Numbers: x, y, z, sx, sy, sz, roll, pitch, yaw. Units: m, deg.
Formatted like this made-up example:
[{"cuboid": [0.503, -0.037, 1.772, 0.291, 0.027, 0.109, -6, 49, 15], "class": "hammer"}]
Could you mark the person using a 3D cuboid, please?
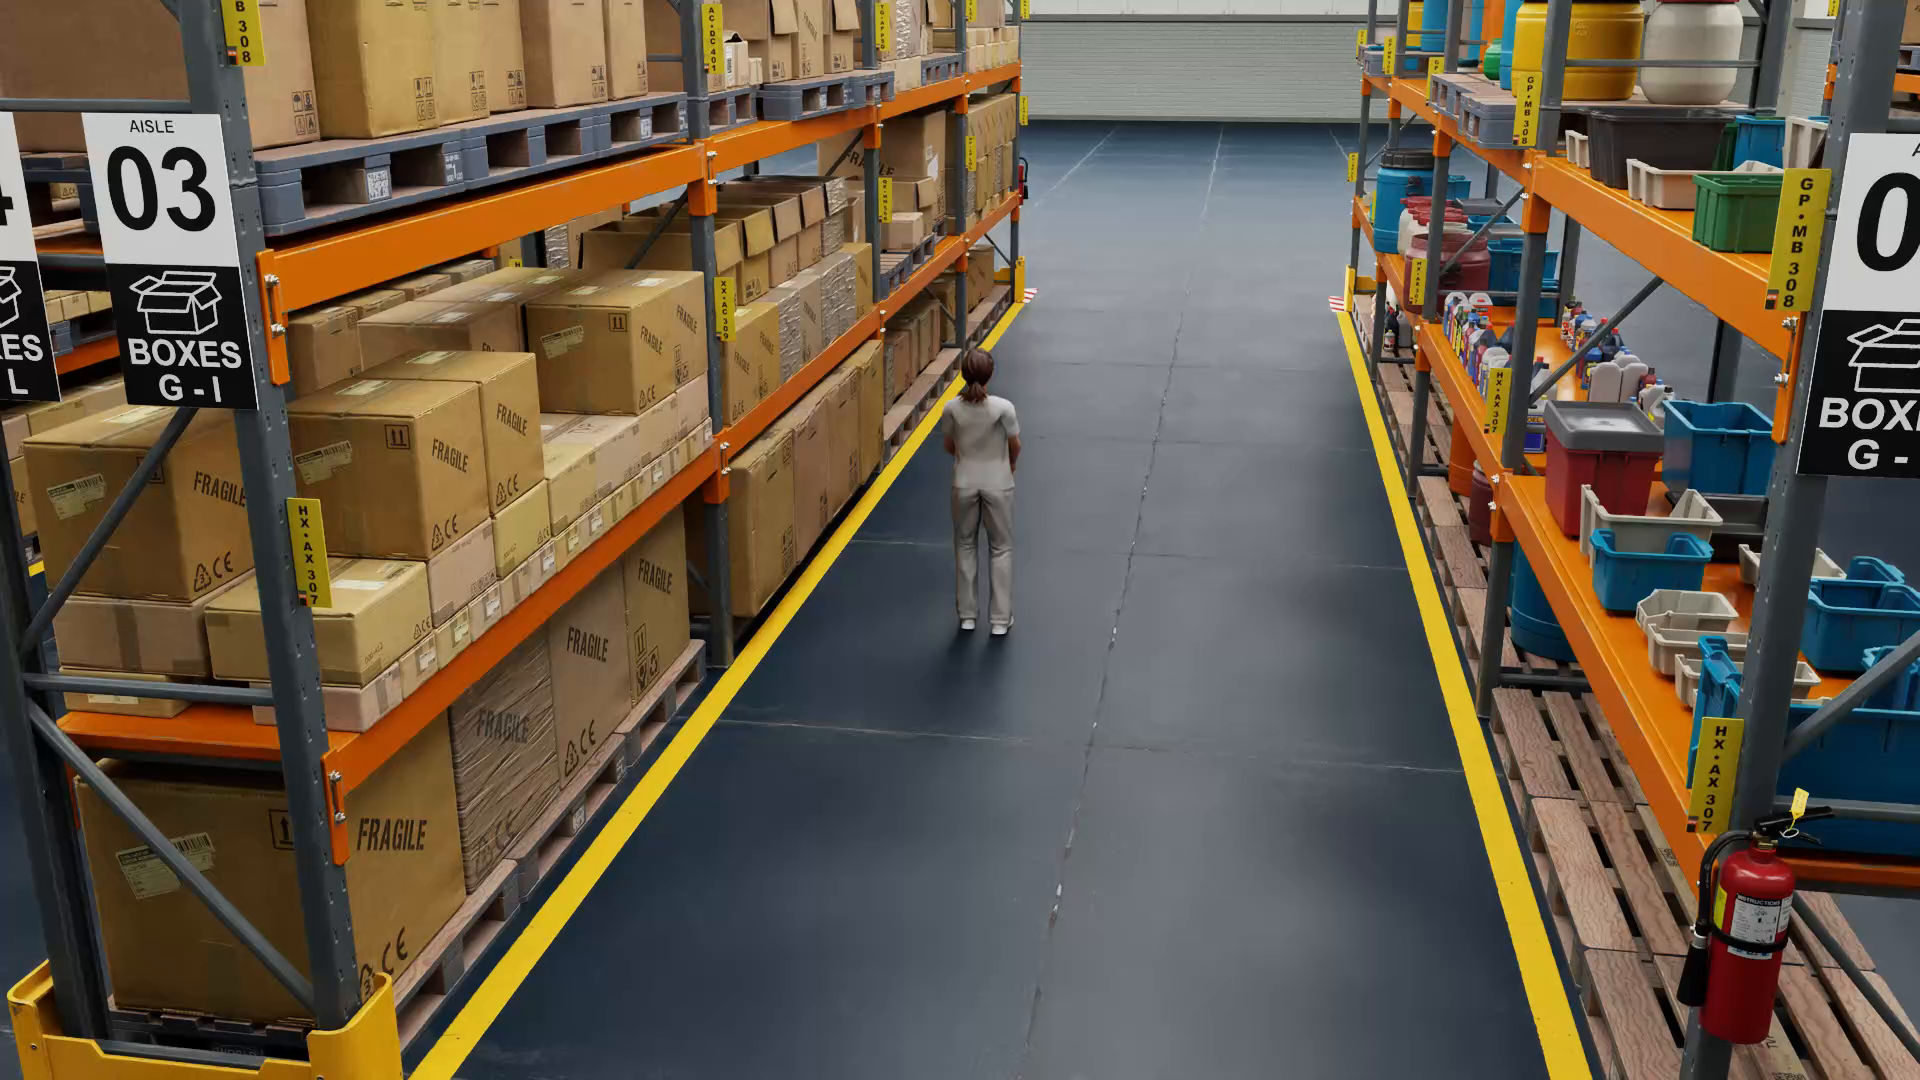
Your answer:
[{"cuboid": [0.125, -0.297, 9.481, 0.442, 1.667, 0.549, 3, 18, 9], "class": "person"}]
